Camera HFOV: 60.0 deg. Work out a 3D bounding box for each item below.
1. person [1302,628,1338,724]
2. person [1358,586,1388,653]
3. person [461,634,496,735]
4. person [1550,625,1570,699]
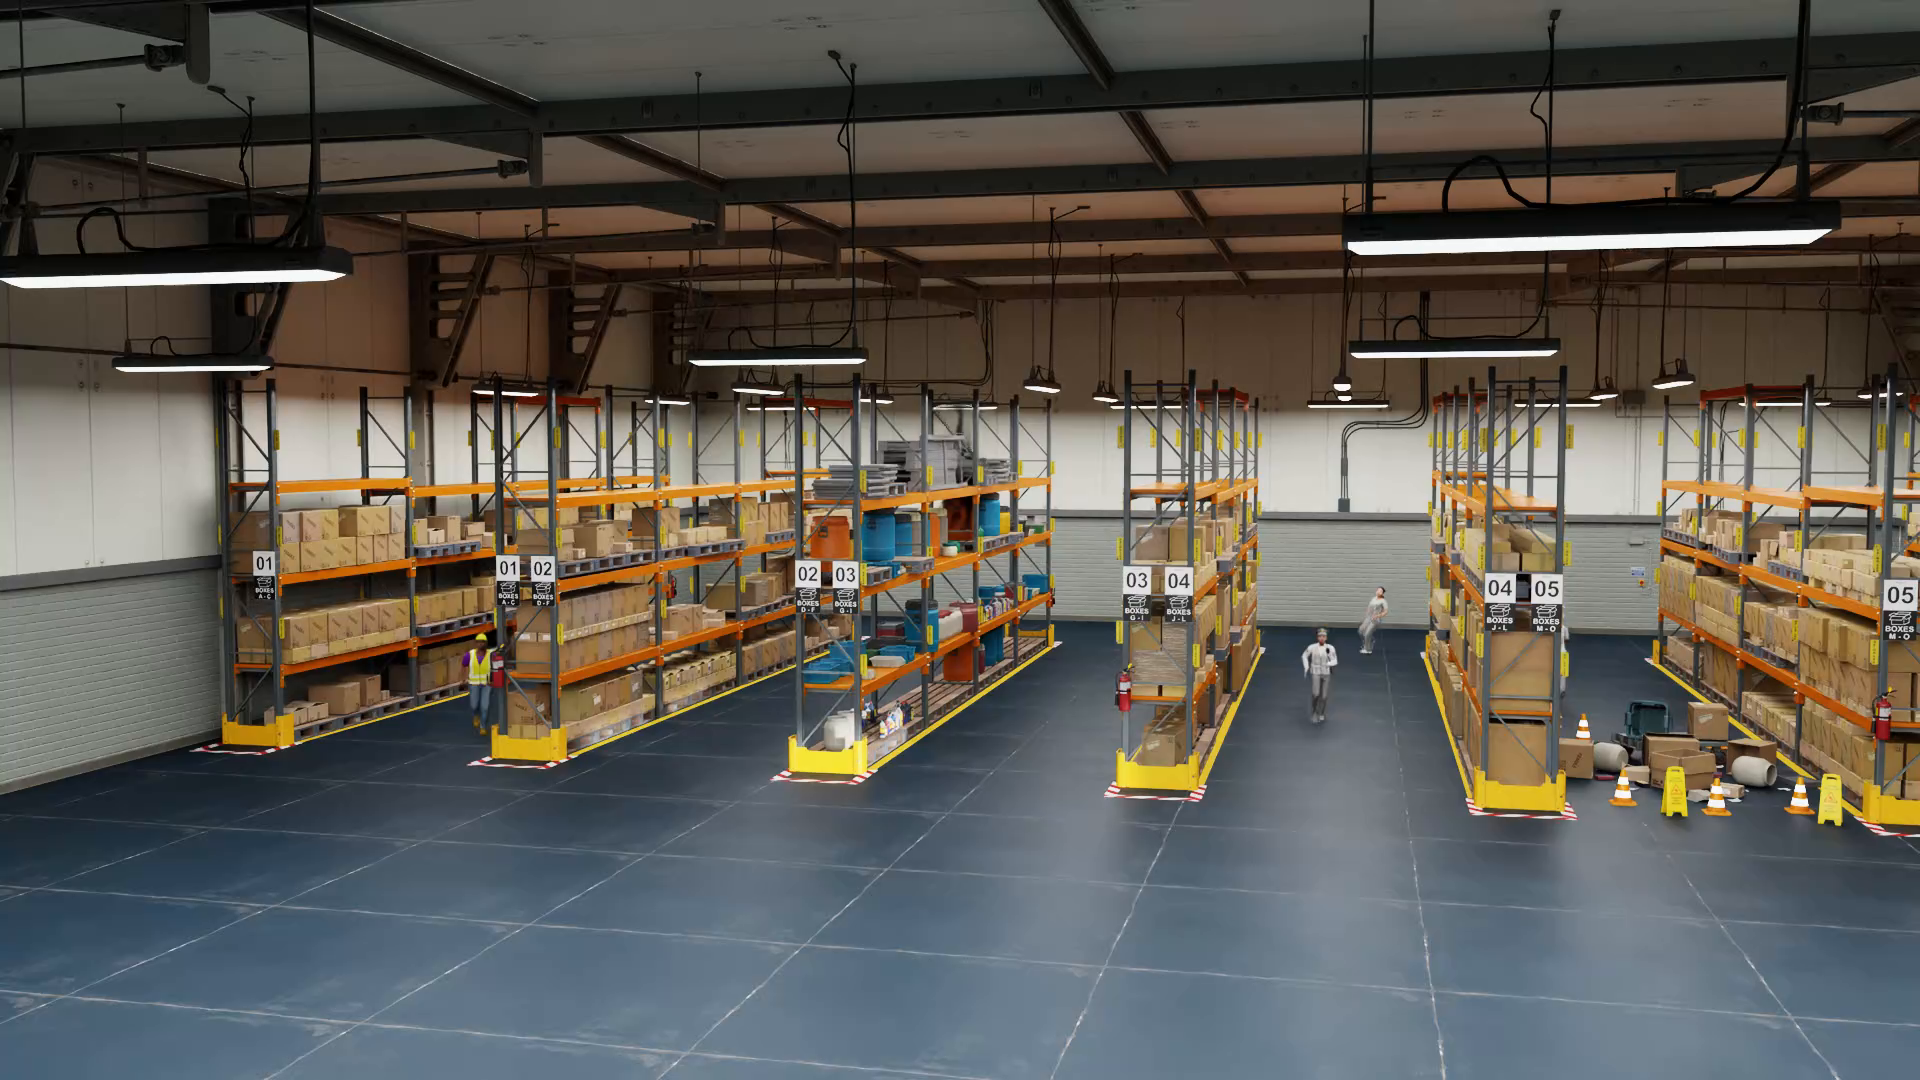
[{"bbox_3d":[6.356,2.398,29.324,0.584,1.694,0.672,0,3,6],"label":"person"},{"bbox_3d":[9.632,1.871,38.813,0.549,1.584,0.656,-2,4,-29],"label":"person"},{"bbox_3d":[-8.131,2.451,28.236,0.694,1.720,0.584,-1,3,-10],"label":"person"},{"bbox_3d":[11.466,2.213,32.022,0.566,1.694,0.929,0,3,7],"label":"person"}]
